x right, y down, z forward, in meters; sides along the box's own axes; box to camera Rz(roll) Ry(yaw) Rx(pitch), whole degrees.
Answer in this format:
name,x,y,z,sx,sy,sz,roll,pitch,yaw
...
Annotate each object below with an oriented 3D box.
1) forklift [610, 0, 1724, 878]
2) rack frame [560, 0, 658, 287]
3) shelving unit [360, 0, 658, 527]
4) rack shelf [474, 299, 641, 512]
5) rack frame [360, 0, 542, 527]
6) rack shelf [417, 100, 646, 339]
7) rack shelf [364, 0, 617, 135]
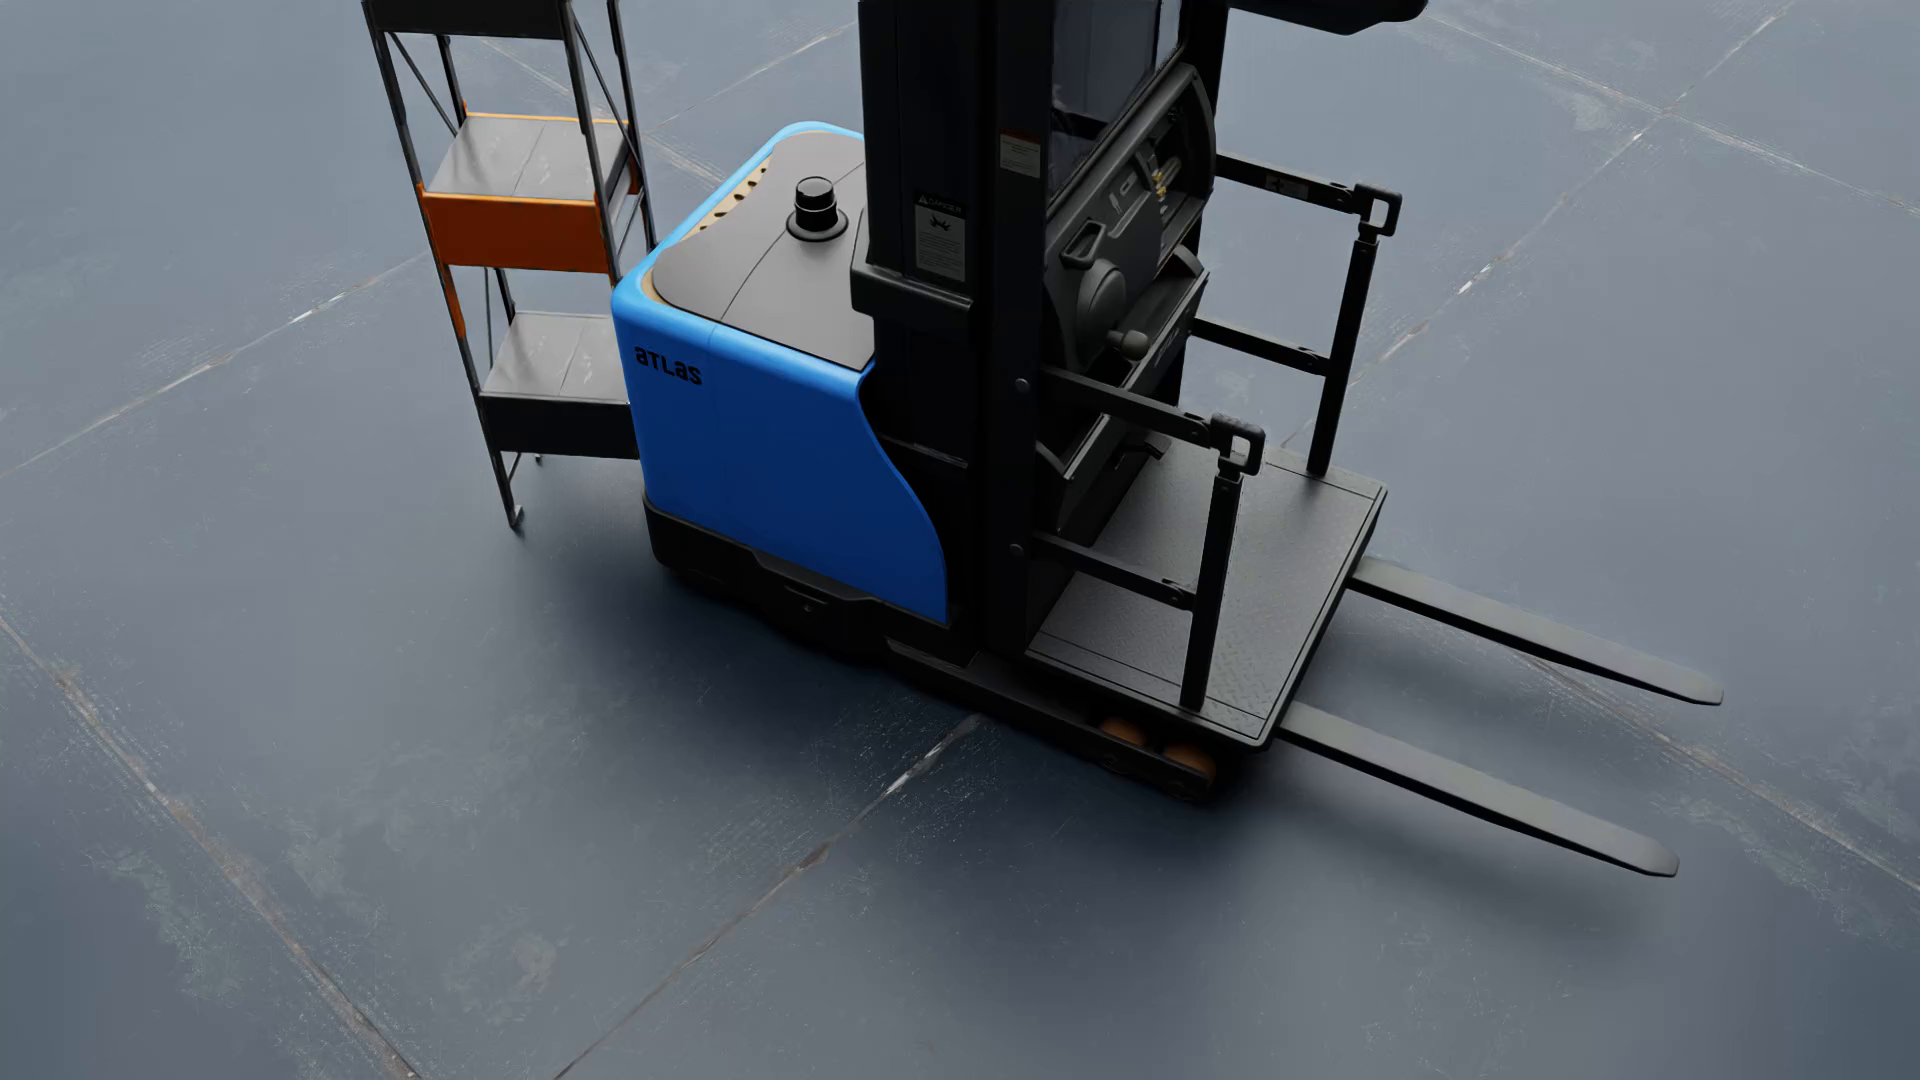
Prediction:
name,x,y,z,sx,sy,sz,roll,pitch,yaw
forklift,0.599,-0.735,3.929,3.031,2.935,1.130,21,50,18
rack frame,-0.920,-0.874,4.630,0.015,2.100,0.400,4,47,4
shelving unit,-1.163,-0.890,4.645,0.503,2.100,0.431,4,47,4
rack shelf,-1.163,-0.400,5.164,0.480,0.518,0.431,4,47,4
rack frame,-1.406,-0.906,4.660,0.015,2.100,0.400,4,47,4
rack shelf,-1.163,-0.880,4.655,0.480,0.518,0.431,4,47,4
rack shelf,-1.162,-1.360,4.145,0.480,0.518,0.431,4,47,4
